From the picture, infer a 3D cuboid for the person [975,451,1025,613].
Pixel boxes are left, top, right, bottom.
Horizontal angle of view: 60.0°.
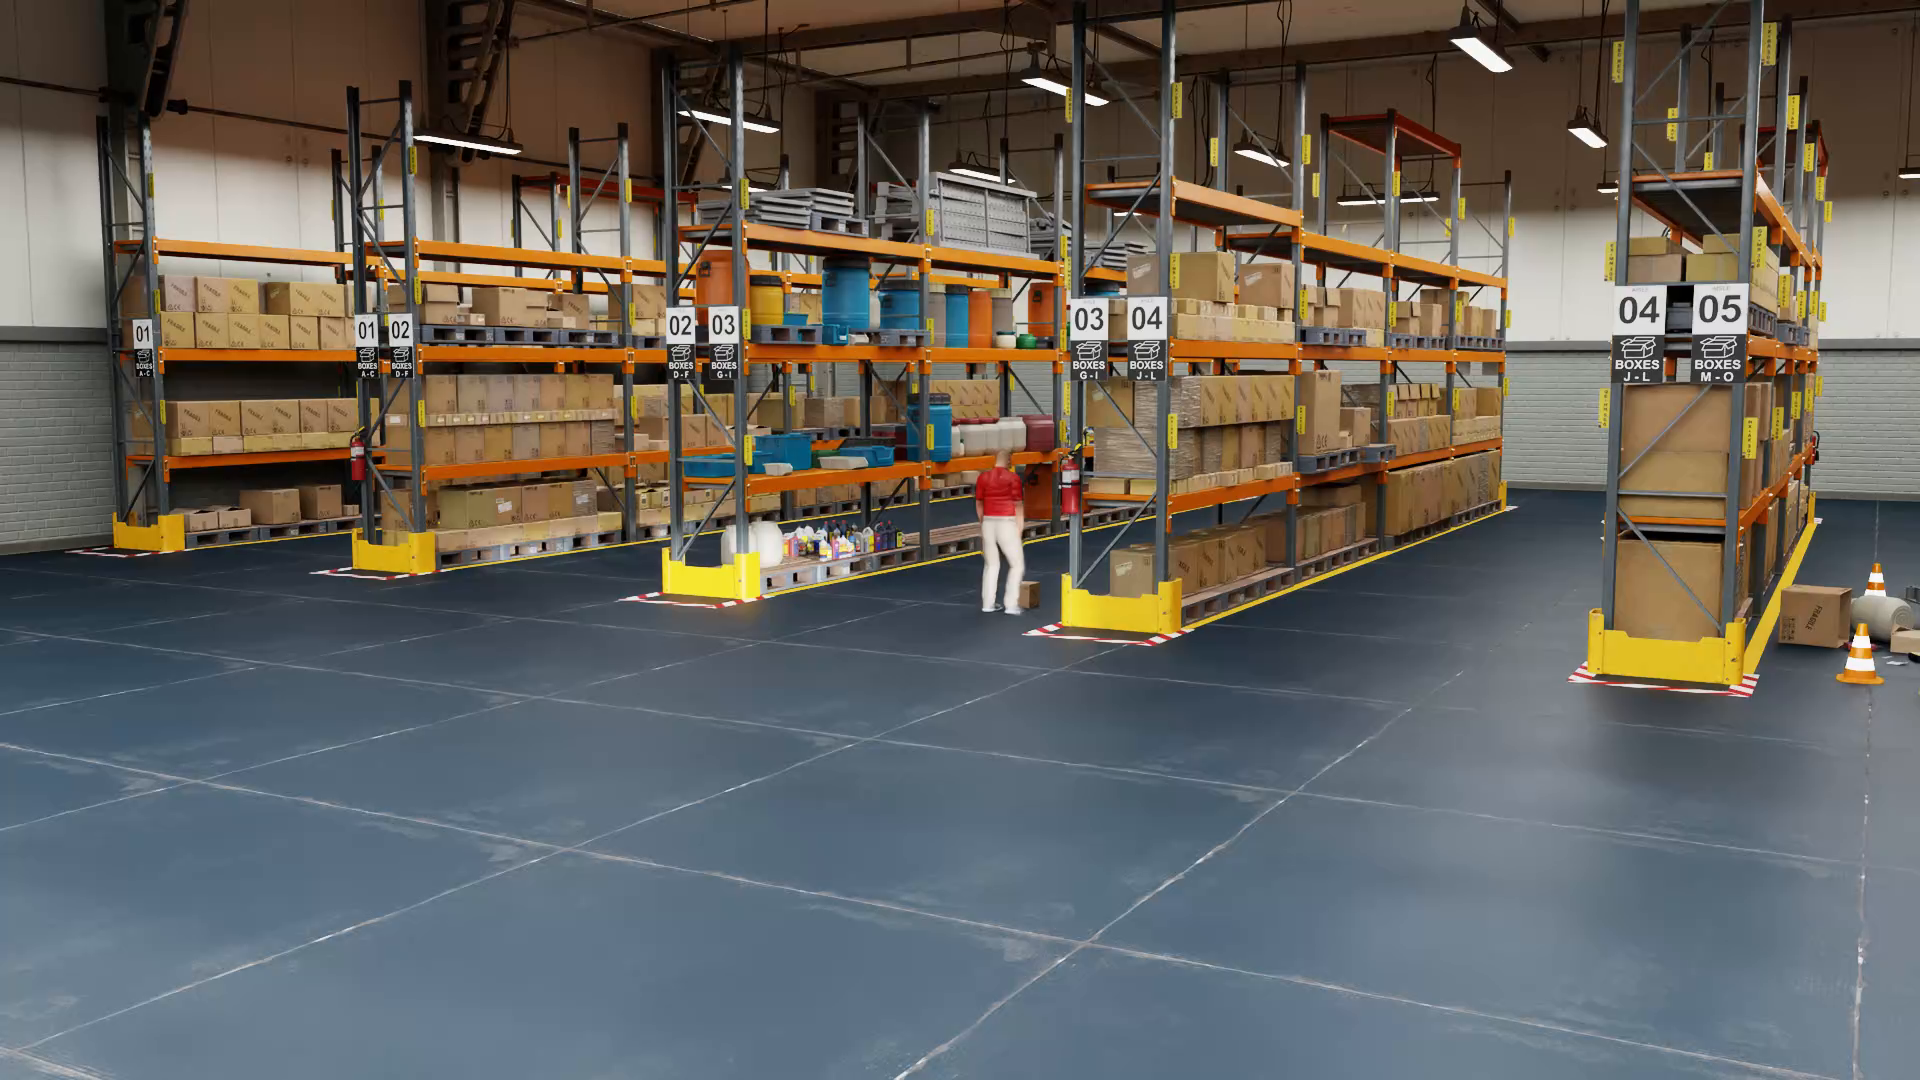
[{"bbox_3d":[0.423,-0.083,17.294,0.553,1.688,0.383,3,7,30],"label":"person"}]
